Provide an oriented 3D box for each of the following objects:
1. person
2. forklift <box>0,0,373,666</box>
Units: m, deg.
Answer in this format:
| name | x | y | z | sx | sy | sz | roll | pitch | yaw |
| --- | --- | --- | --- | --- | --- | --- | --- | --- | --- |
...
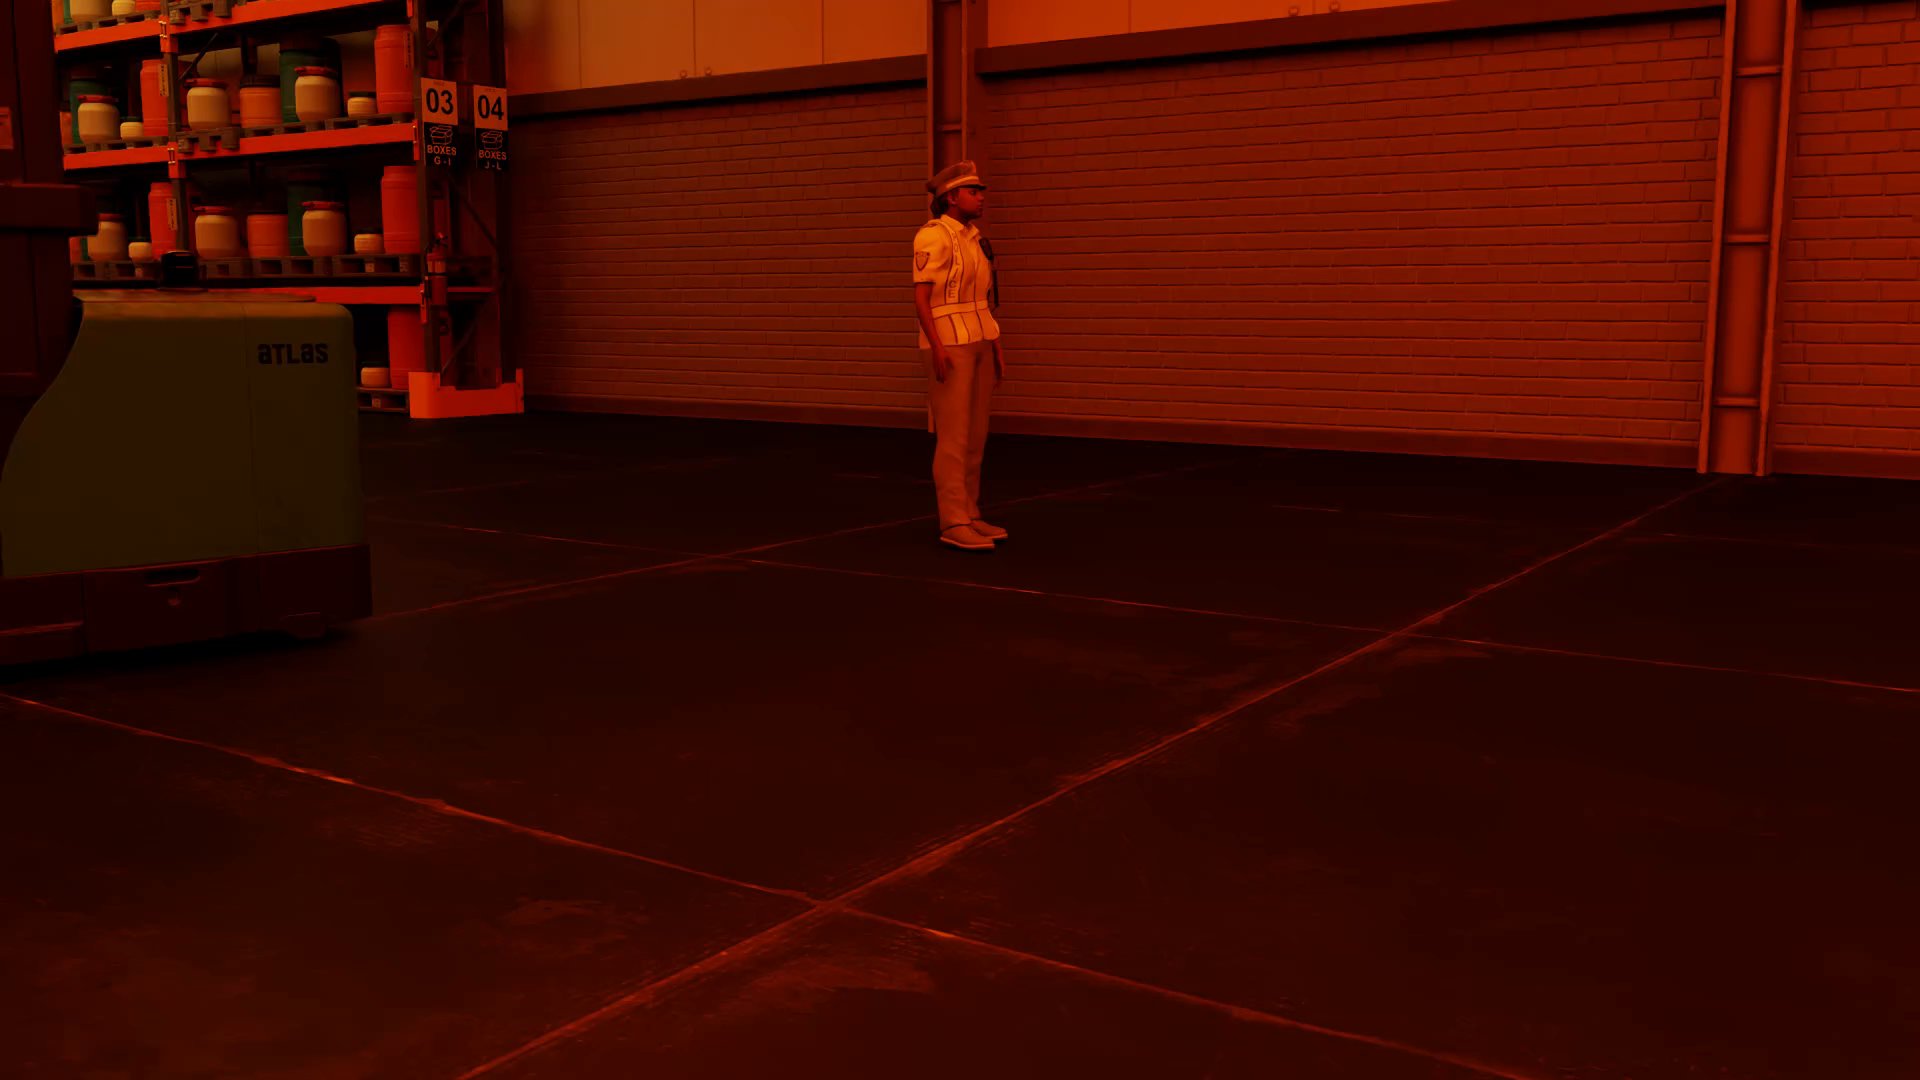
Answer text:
| name | x | y | z | sx | sy | sz | roll | pitch | yaw |
| --- | --- | --- | --- | --- | --- | --- | --- | --- | --- |
| person | 0.051 | -0.838 | 7.425 | 0.530 | 1.695 | 0.569 | 5 | 10 | 34 |
| forklift | -3.349 | -1.050 | 4.577 | 3.031 | 2.935 | 1.130 | -7 | 11 | -40 |
